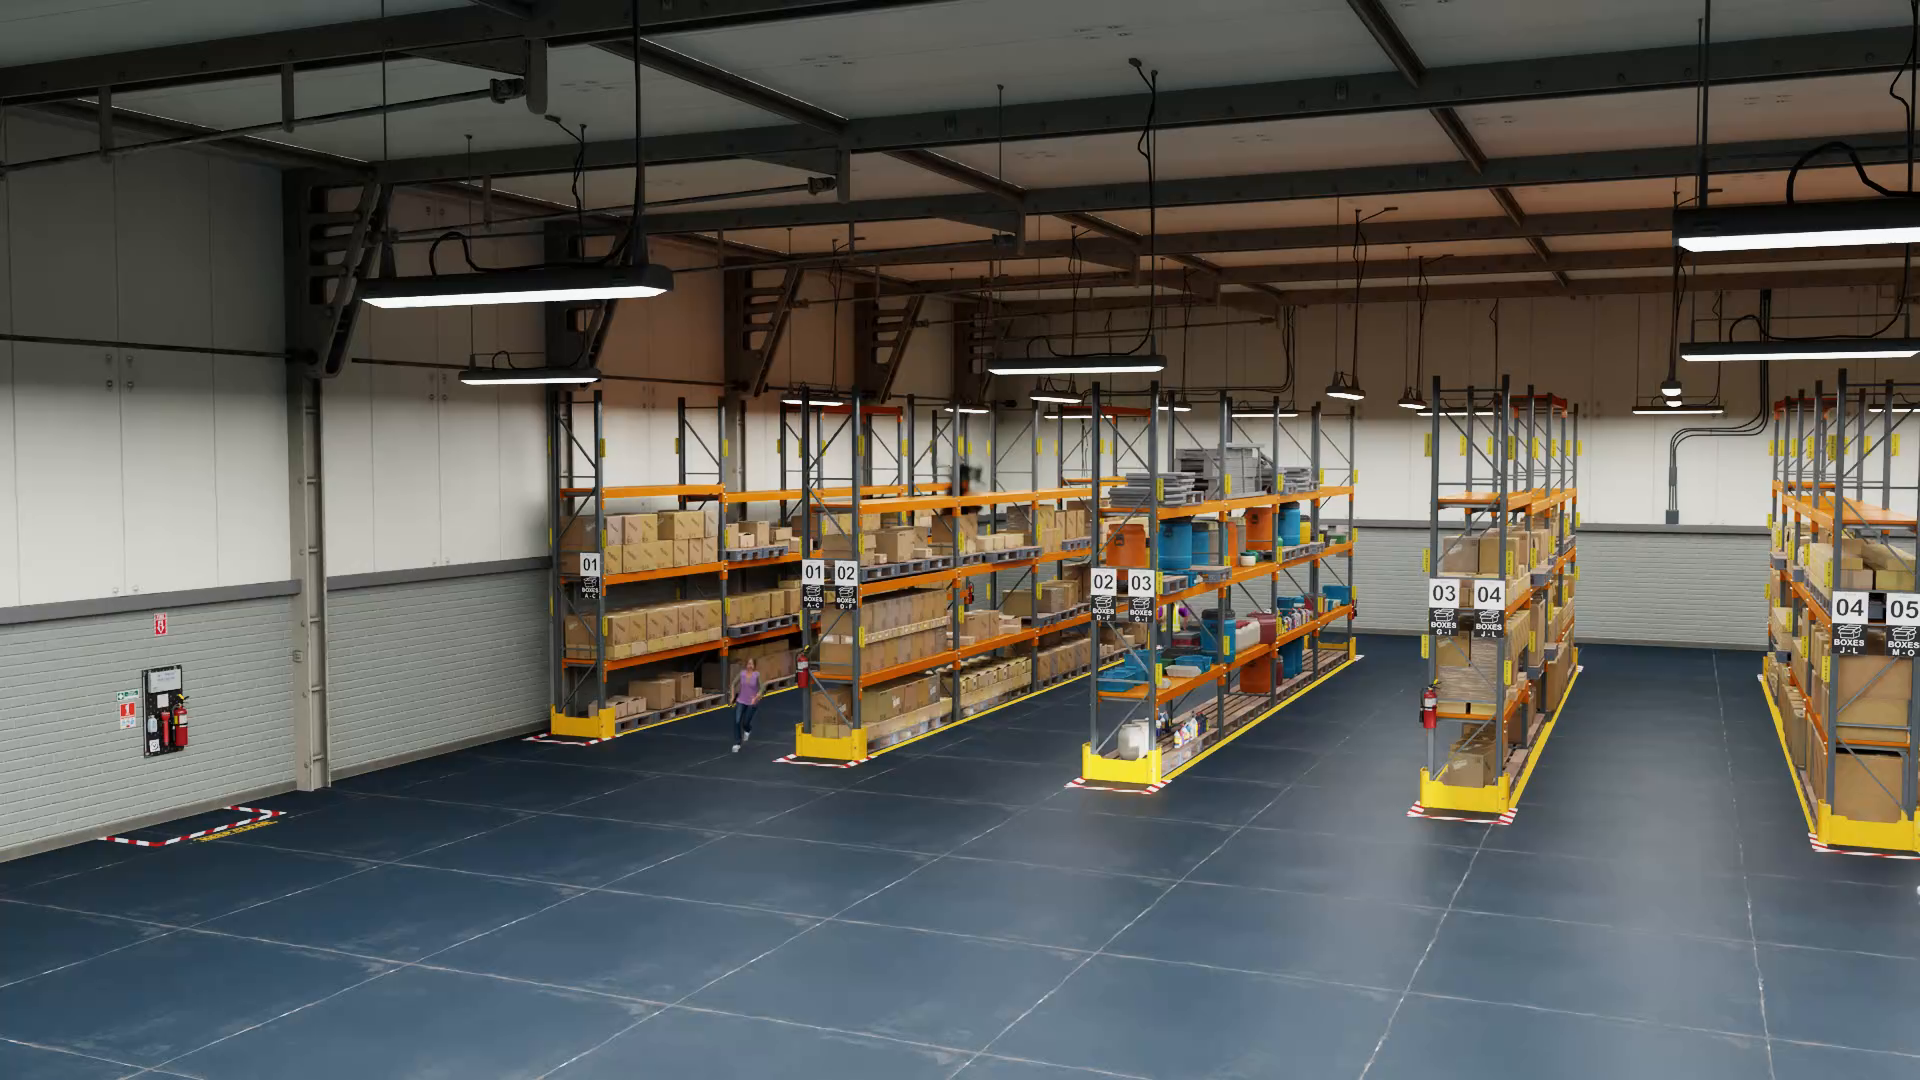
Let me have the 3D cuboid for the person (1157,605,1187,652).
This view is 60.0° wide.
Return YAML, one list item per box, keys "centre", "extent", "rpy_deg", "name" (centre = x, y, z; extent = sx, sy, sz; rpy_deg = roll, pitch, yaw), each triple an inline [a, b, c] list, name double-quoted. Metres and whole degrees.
- centre: [4.677, 2.052, 37.019]
  extent: [0.708, 1.747, 0.987]
  rpy_deg: [1, 3, 13]
  name: "person"

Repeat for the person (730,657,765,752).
- centre: [-3.527, 2.720, 27.640]
  extent: [0.580, 1.556, 0.639]
  rpy_deg: [0, 3, 5]
  name: "person"
